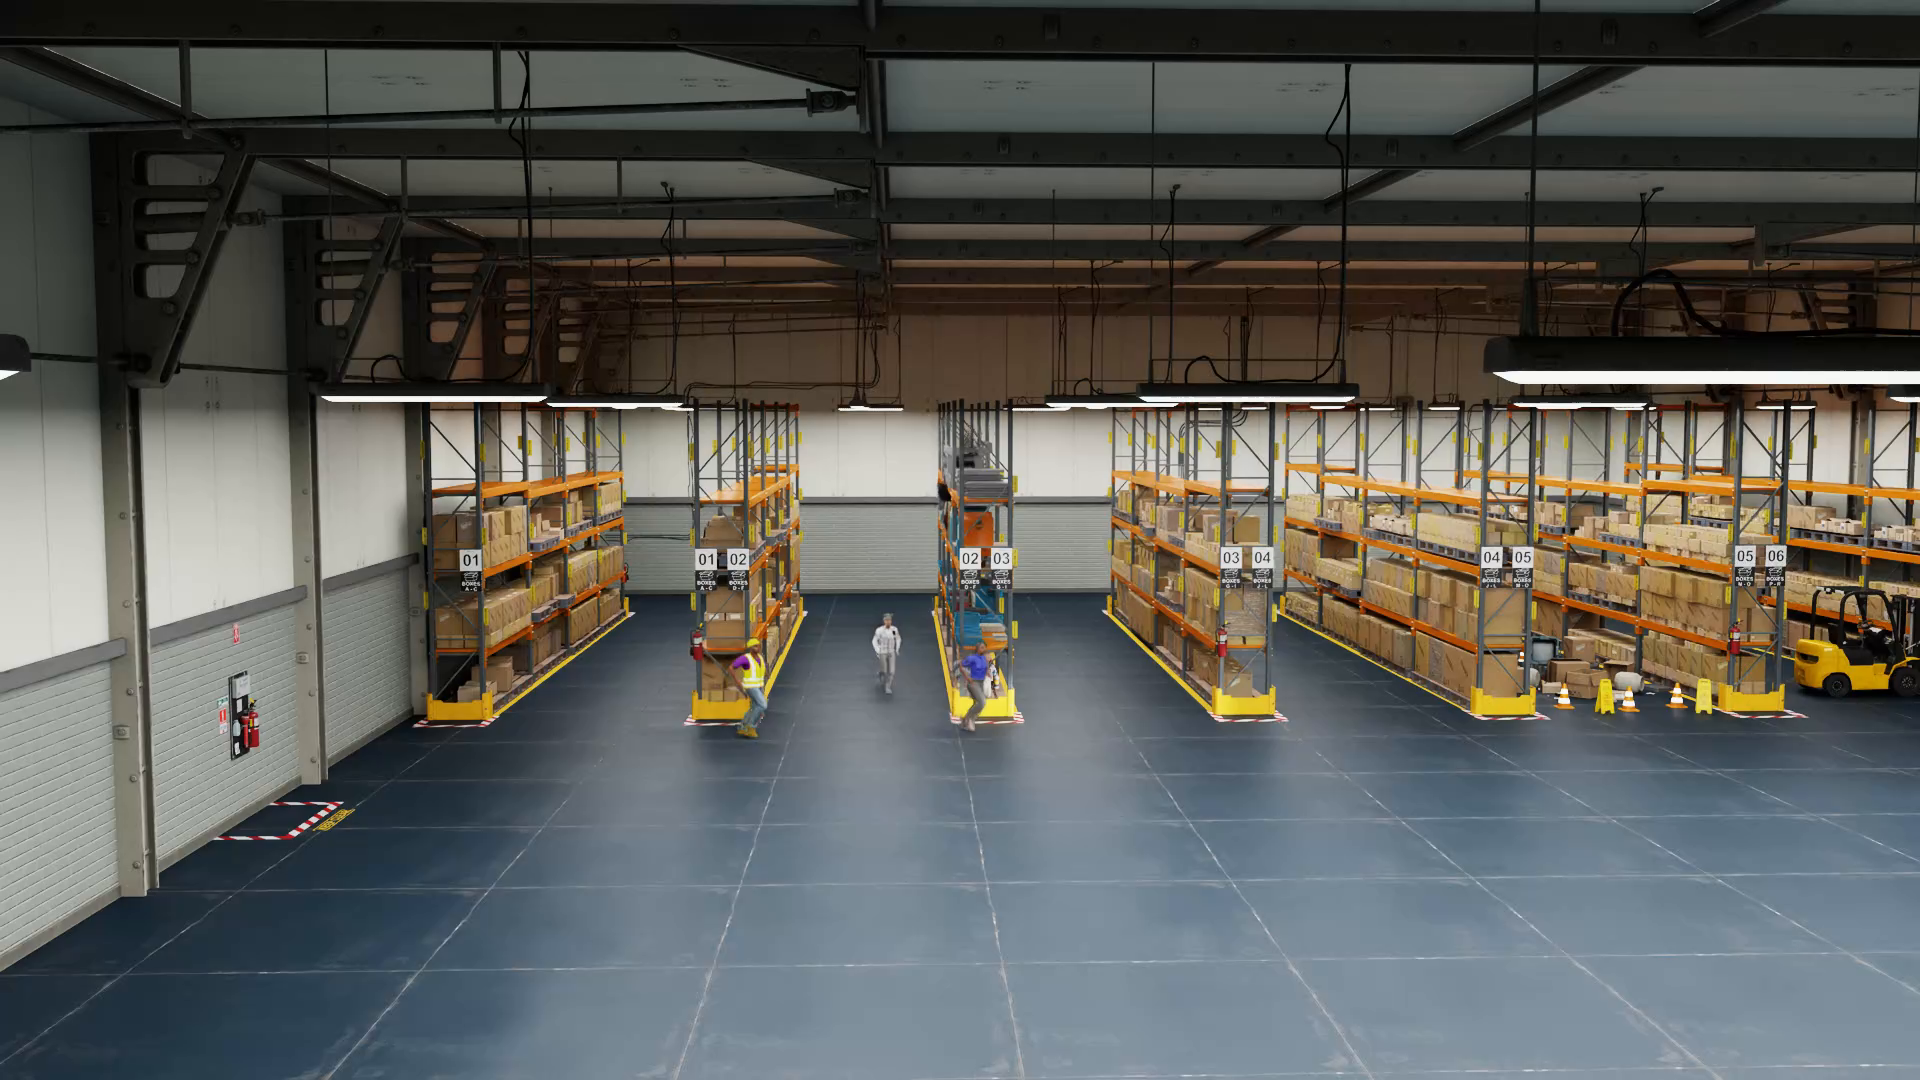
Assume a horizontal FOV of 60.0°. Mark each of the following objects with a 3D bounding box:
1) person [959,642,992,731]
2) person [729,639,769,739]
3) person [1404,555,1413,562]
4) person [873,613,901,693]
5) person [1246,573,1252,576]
[{"bbox_3d":[0.309,2.636,30.052,0.585,1.603,0.618,3,6,38],"label":"person"},{"bbox_3d":[-3.642,2.620,29.429,0.663,1.751,0.691,2,5,25],"label":"person"},{"bbox_3d":[13.269,1.125,49.236,0.637,1.747,0.696,1,4,7],"label":"person"},{"bbox_3d":[-1.508,2.312,34.257,0.603,1.643,0.593,-1,4,-14],"label":"person"},{"bbox_3d":[8.047,1.297,47.068,0.760,1.732,0.724,1,5,19],"label":"person"}]
